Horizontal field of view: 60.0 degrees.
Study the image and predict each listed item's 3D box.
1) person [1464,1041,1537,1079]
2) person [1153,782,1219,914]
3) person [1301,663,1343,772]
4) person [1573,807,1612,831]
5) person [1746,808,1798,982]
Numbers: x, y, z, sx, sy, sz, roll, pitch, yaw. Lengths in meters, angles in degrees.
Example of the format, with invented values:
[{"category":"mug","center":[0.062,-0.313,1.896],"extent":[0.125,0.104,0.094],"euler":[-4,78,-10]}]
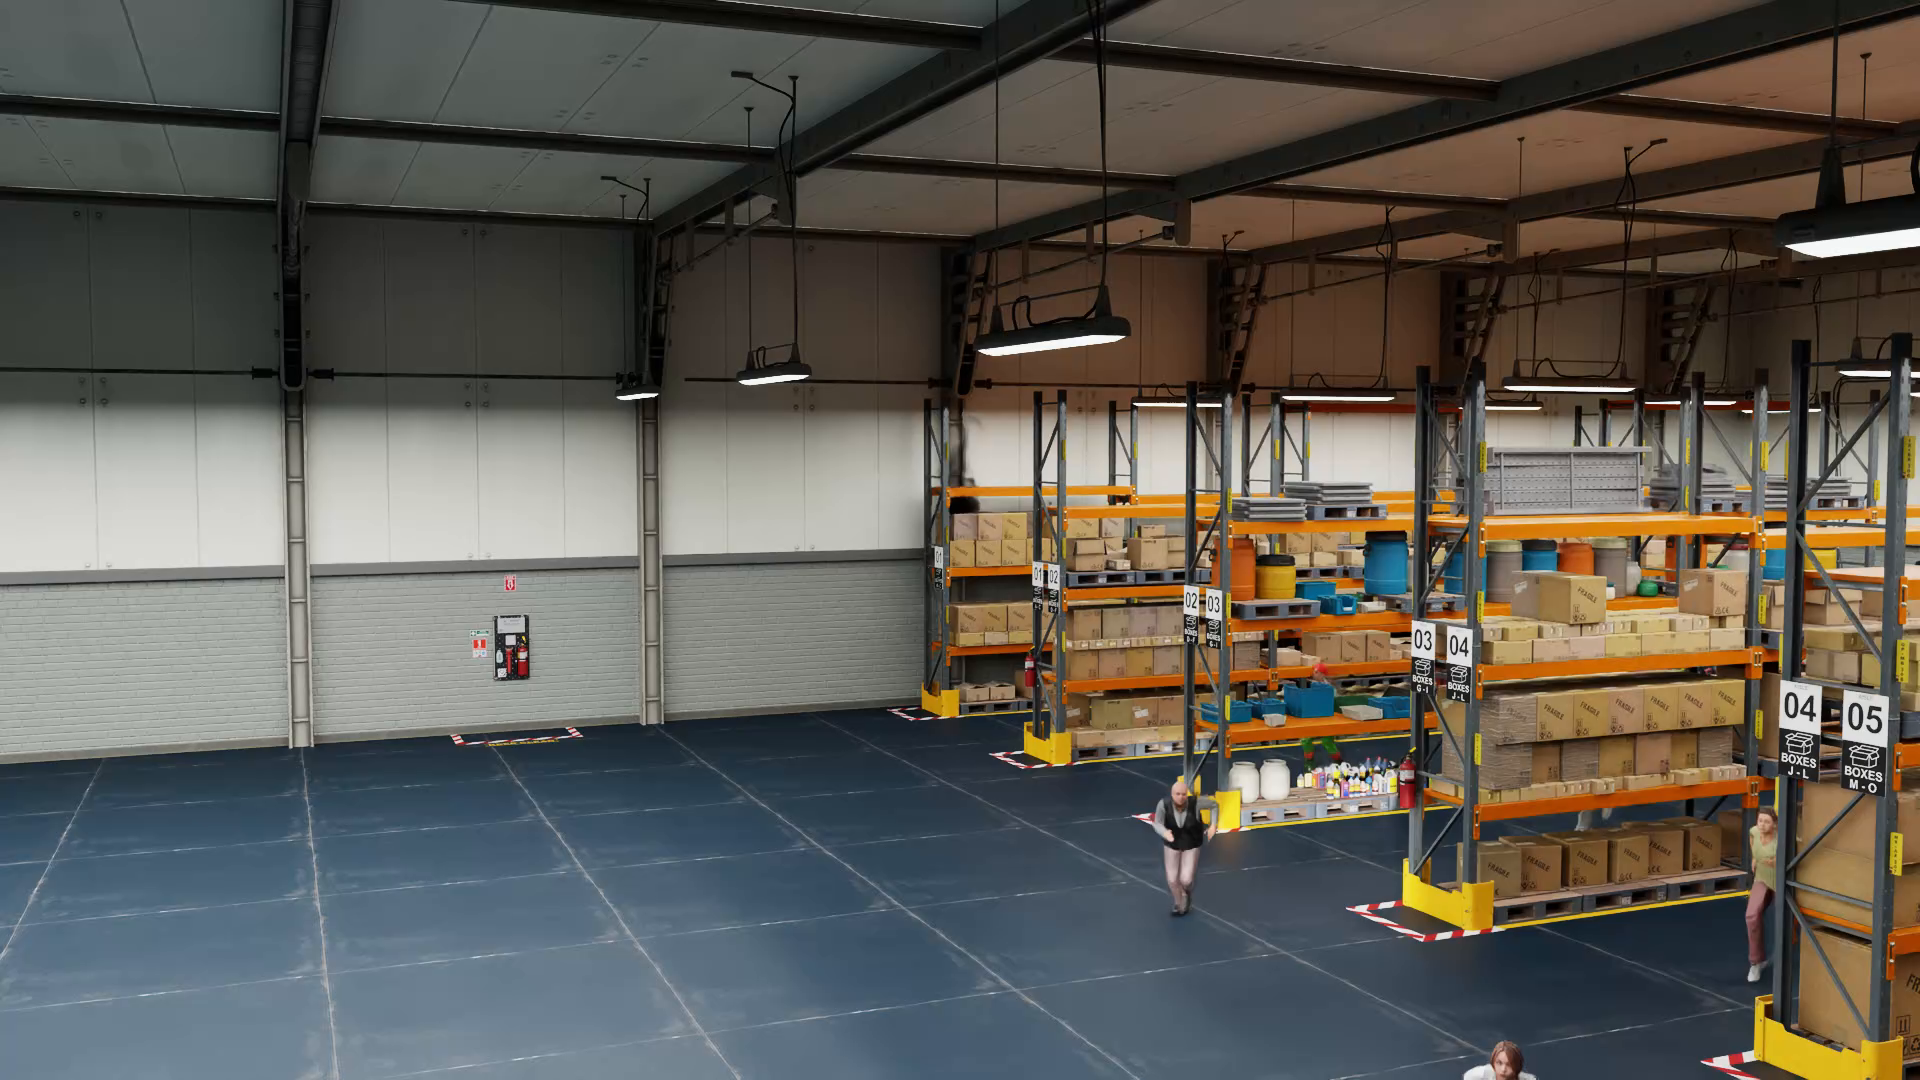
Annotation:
[{"category":"person","center":[3.358,3.806,10.276],"extent":[0.525,1.528,0.651],"euler":[1,4,23]},{"category":"person","center":[2.431,3.326,17.901],"extent":[0.687,1.552,0.886],"euler":[1,3,12]},{"category":"person","center":[5.580,2.787,25.349],"extent":[0.769,1.834,0.648],"euler":[-1,3,-16]},{"category":"person","center":[8.323,3.046,21.842],"extent":[0.822,1.719,0.707],"euler":[-2,4,-28]},{"category":"person","center":[7.937,3.397,16.173],"extent":[0.563,1.674,0.950],"euler":[3,5,44]}]
